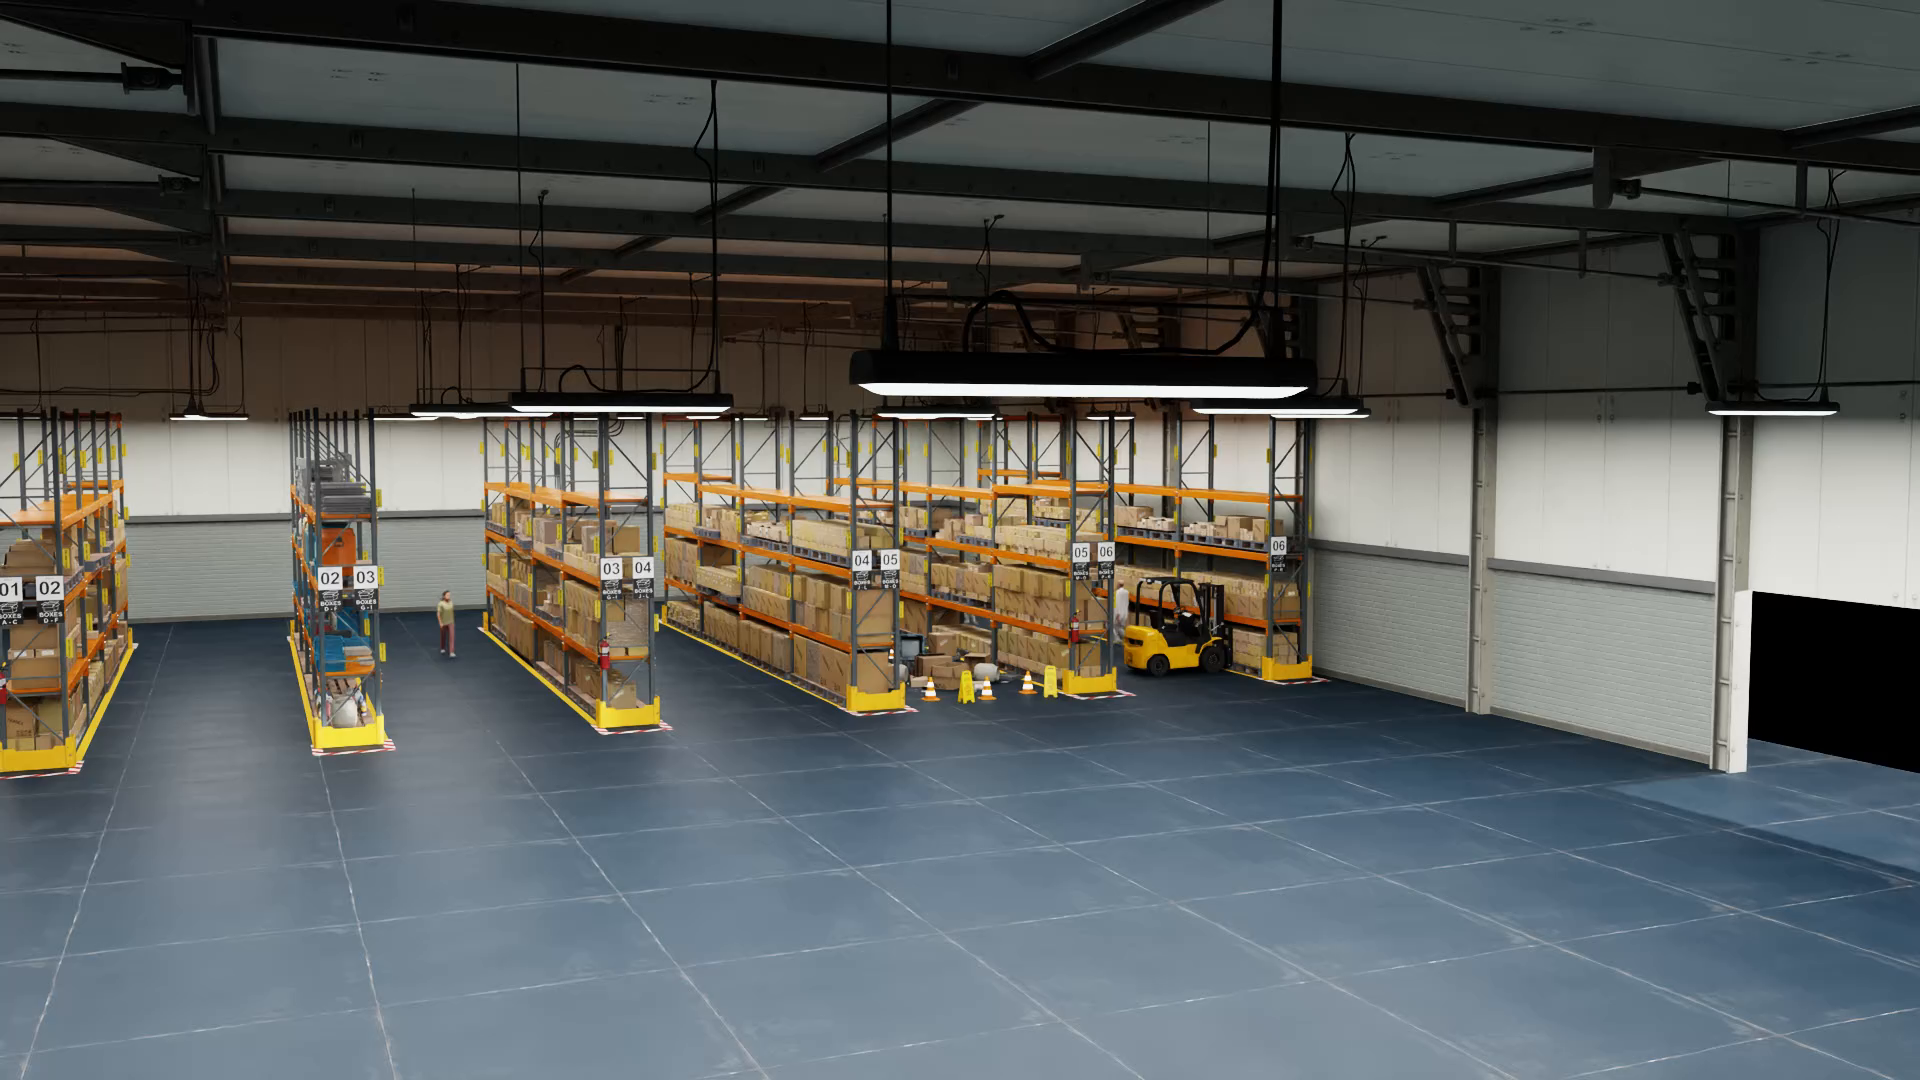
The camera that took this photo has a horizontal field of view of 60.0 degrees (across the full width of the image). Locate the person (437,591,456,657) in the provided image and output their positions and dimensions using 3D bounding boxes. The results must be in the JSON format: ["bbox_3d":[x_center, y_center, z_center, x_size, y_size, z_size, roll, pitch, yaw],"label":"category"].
[{"bbox_3d":[-12.628,2.047,40.817,0.423,1.612,1.082,-2,4,-26],"label":"person"}]

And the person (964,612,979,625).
[{"bbox_3d":[0.221,1.595,45.346,0.475,1.427,0.592,-2,5,-31],"label":"person"}]

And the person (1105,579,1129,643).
[{"bbox_3d":[3.997,1.797,41.340,0.597,1.644,0.715,-3,5,-36],"label":"person"}]
